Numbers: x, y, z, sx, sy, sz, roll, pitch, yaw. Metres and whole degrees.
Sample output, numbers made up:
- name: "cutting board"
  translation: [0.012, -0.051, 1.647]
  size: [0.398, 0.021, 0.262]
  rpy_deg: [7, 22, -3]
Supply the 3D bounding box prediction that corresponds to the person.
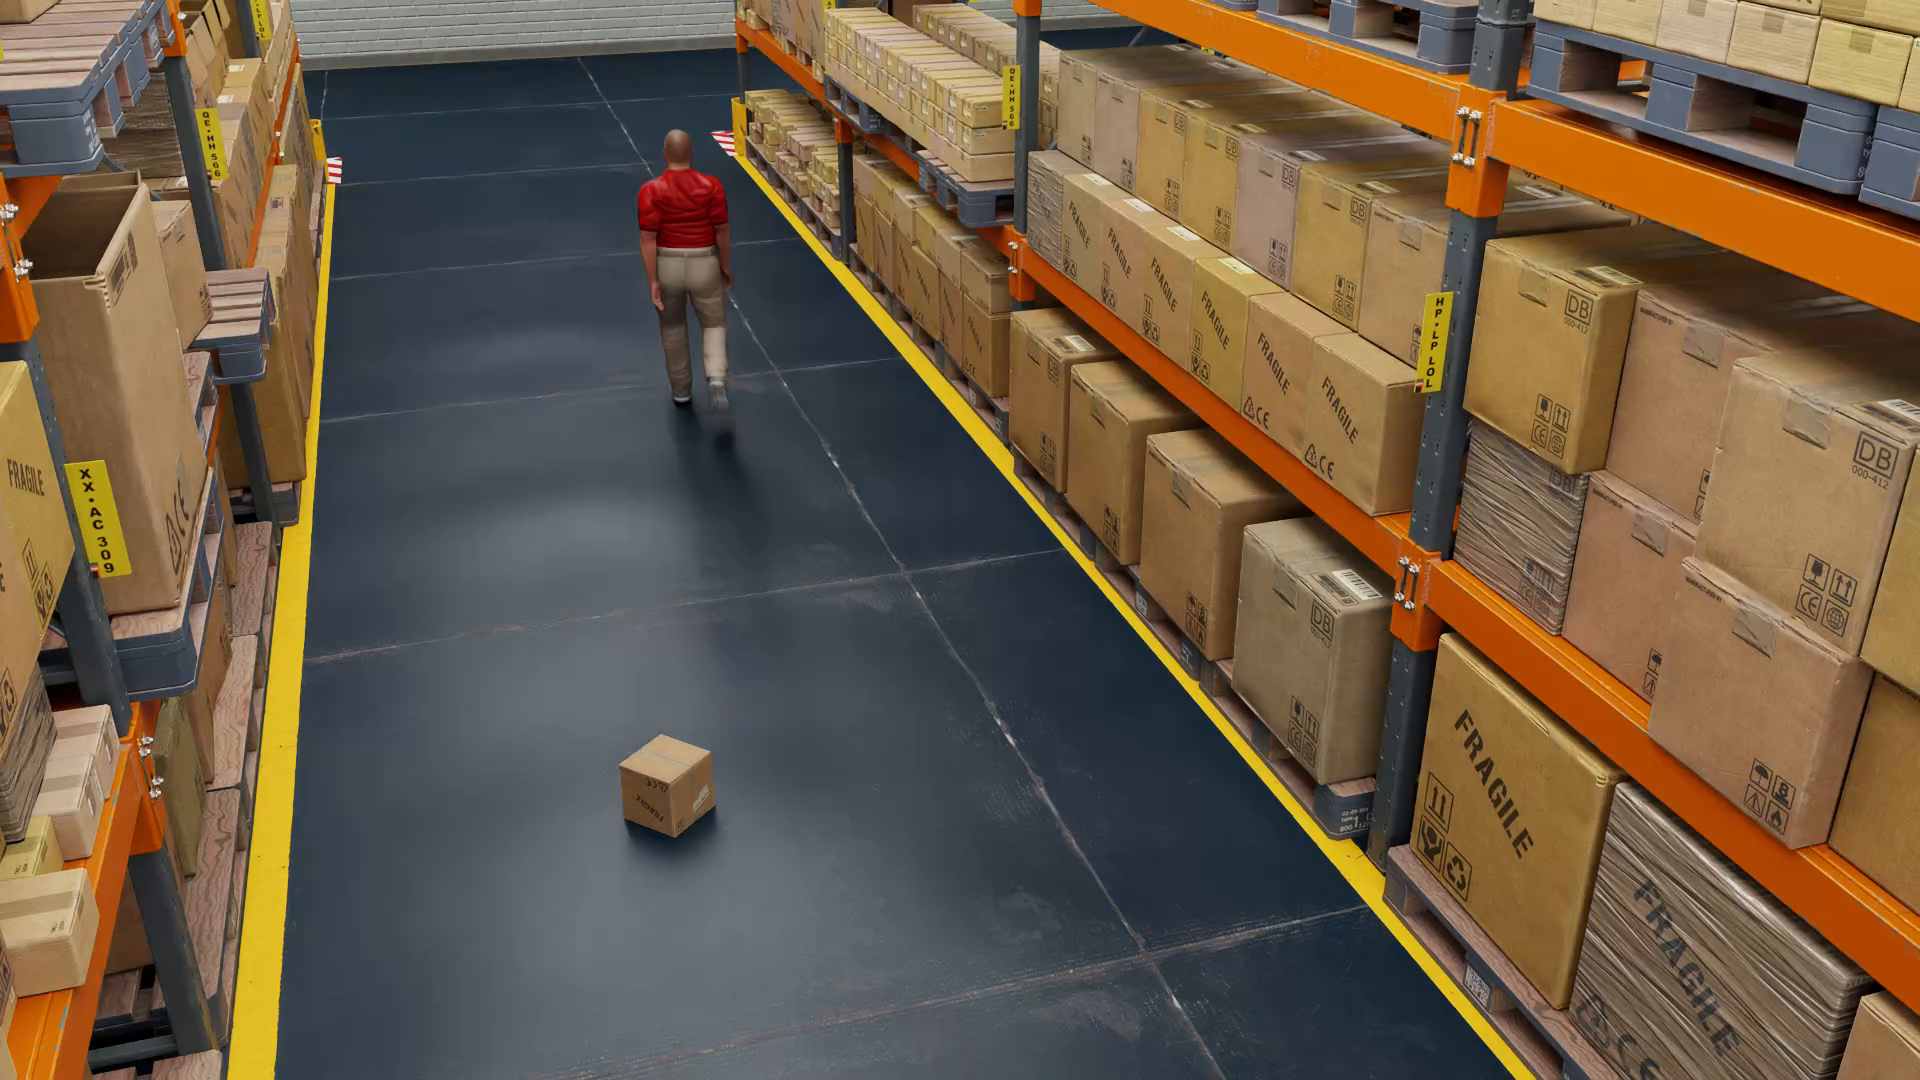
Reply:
- name: "person"
  translation: [-1.606, -1.573, 9.811]
  size: [0.524, 1.693, 0.815]
  rpy_deg: [-5, 27, -10]
